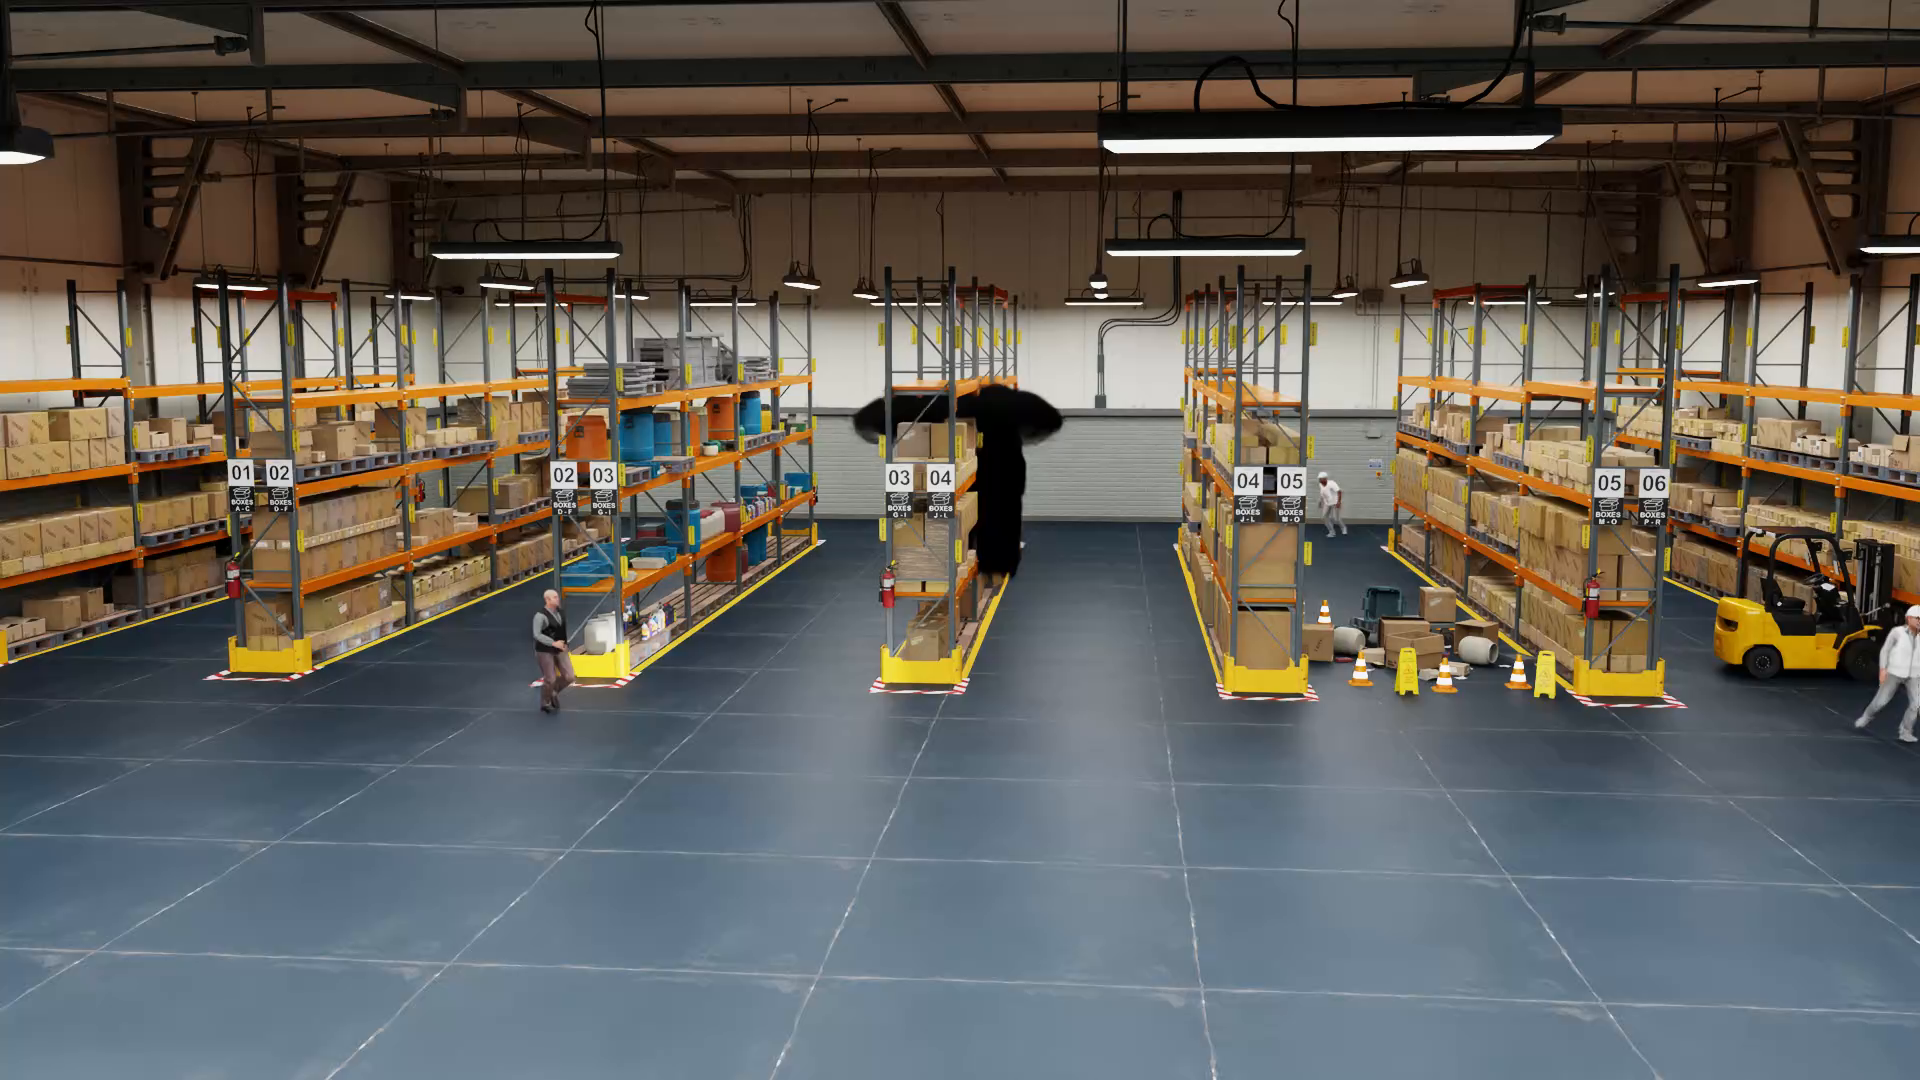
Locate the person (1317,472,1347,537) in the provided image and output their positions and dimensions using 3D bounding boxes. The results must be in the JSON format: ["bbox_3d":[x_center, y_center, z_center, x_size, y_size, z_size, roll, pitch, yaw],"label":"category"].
[{"bbox_3d":[9.377,-0.900,41.935,0.910,1.659,0.699,-5,9,-38],"label":"person"}]

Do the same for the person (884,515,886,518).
[{"bbox_3d":[-1.335,-0.036,35.364,0.544,1.525,0.815,2,7,19],"label":"person"}]

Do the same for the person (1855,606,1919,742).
[{"bbox_3d":[11.729,1.633,20.792,0.779,1.715,0.726,1,7,11],"label":"person"}]

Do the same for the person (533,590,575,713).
[{"bbox_3d":[-5.422,1.485,22.117,0.582,1.677,0.655,5,8,33],"label":"person"}]
